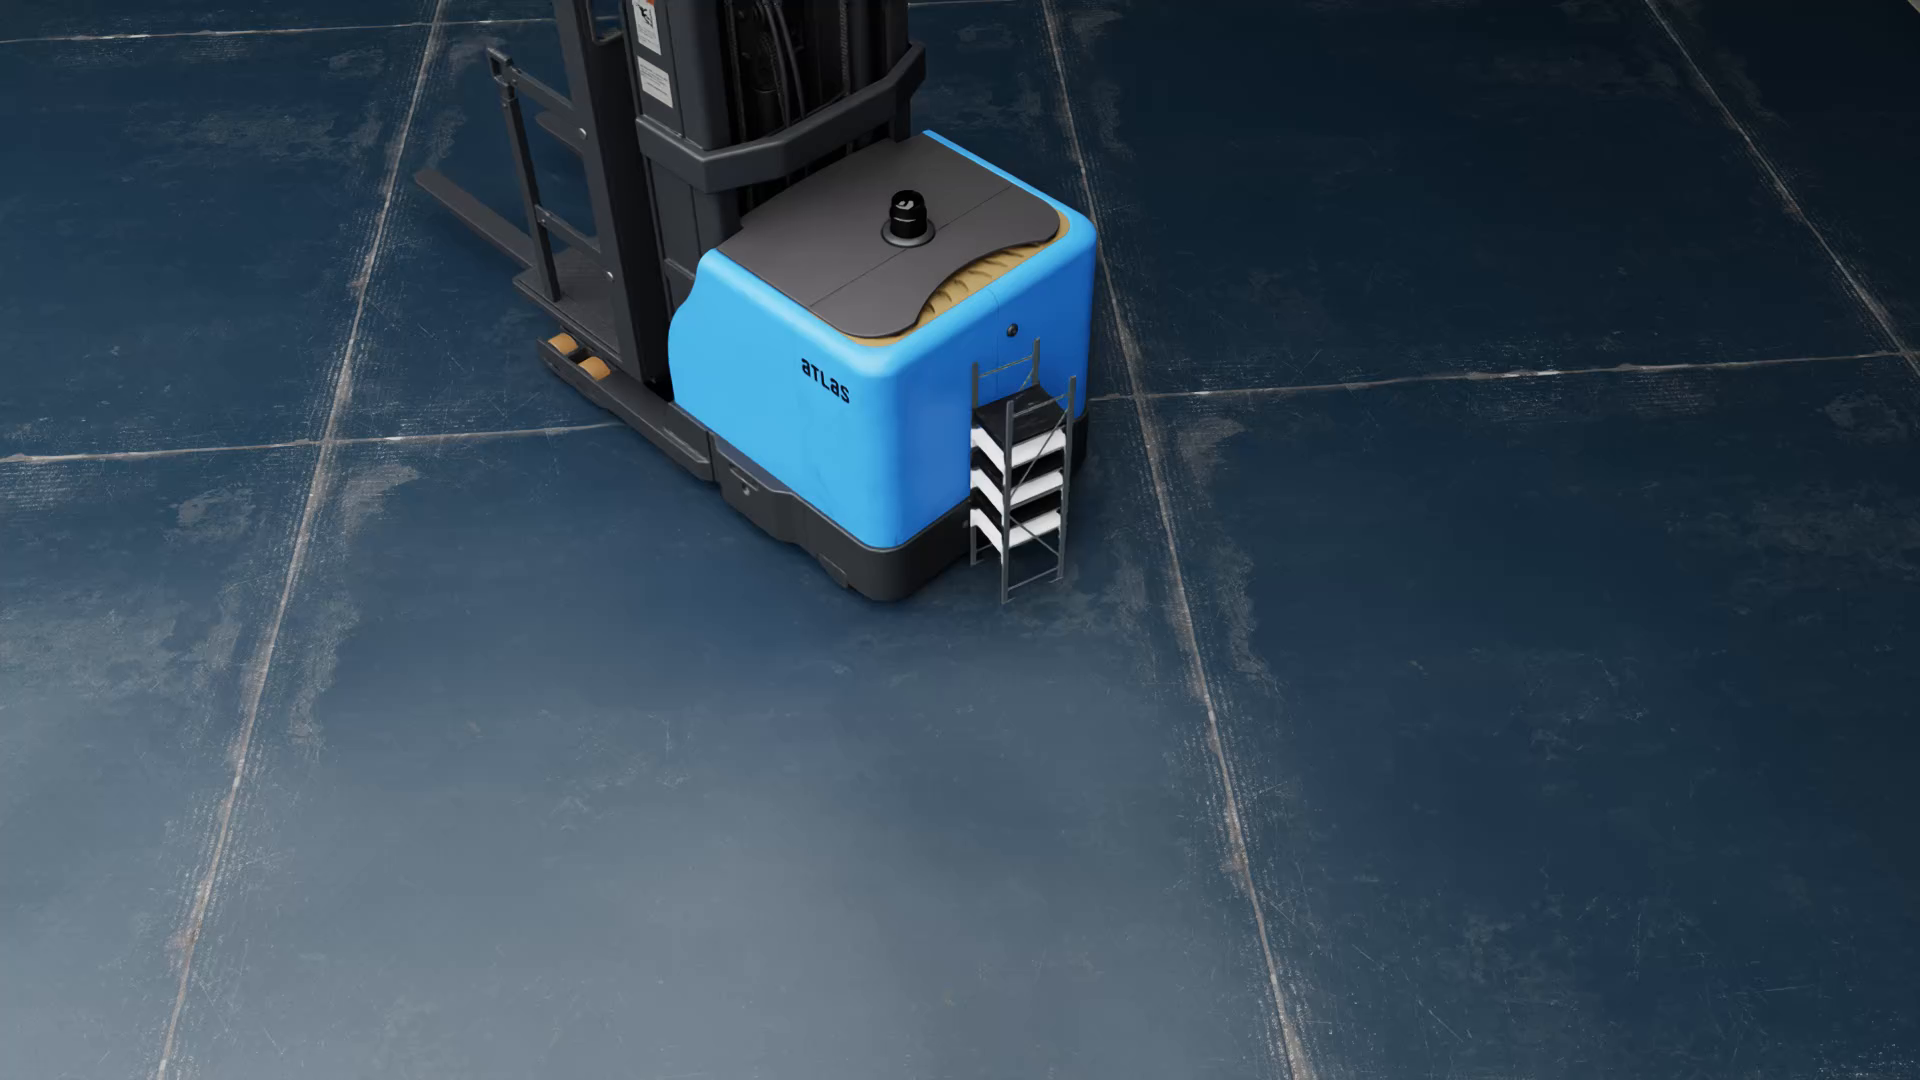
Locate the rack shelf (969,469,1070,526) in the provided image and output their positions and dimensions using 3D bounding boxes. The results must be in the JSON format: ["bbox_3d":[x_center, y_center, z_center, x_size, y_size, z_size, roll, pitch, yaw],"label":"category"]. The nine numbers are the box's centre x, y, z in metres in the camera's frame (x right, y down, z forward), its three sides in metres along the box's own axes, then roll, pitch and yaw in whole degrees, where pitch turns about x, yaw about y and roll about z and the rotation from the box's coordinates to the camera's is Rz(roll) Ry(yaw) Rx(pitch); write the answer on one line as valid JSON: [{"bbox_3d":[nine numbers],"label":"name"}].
[{"bbox_3d":[0.191,-0.179,5.345,0.258,0.077,0.200,-23,51,-20],"label":"rack shelf"}]

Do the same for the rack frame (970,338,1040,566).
[{"bbox_3d":[0.140,-0.265,5.381,0.240,0.900,0.006,-23,51,-20],"label":"rack frame"}]

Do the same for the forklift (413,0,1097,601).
[{"bbox_3d":[-0.953,-1.767,5.405,3.031,2.935,1.130,36,56,29],"label":"forklift"}]

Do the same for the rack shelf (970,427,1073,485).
[{"bbox_3d":[0.191,-0.302,5.214,0.258,0.077,0.200,-23,51,-20],"label":"rack shelf"}]

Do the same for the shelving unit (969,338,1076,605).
[{"bbox_3d":[0.191,-0.202,5.321,0.258,0.900,0.210,-23,51,-20],"label":"shelving unit"}]

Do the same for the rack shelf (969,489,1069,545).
[{"bbox_3d":[0.191,-0.117,5.410,0.258,0.077,0.200,-23,51,-20],"label":"rack shelf"}]

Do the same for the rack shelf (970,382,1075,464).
[{"bbox_3d":[0.192,-0.364,5.149,0.258,0.077,0.200,-23,51,-20],"label":"rack shelf"}]

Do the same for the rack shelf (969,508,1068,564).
[{"bbox_3d":[0.191,-0.055,5.475,0.258,0.077,0.200,-23,51,-20],"label":"rack shelf"}]

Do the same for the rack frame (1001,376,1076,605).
[{"bbox_3d":[0.243,-0.138,5.260,0.240,0.900,0.006,-23,51,-20],"label":"rack frame"}]

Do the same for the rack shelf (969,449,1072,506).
[{"bbox_3d":[0.191,-0.241,5.280,0.258,0.077,0.200,-23,51,-20],"label":"rack shelf"}]
